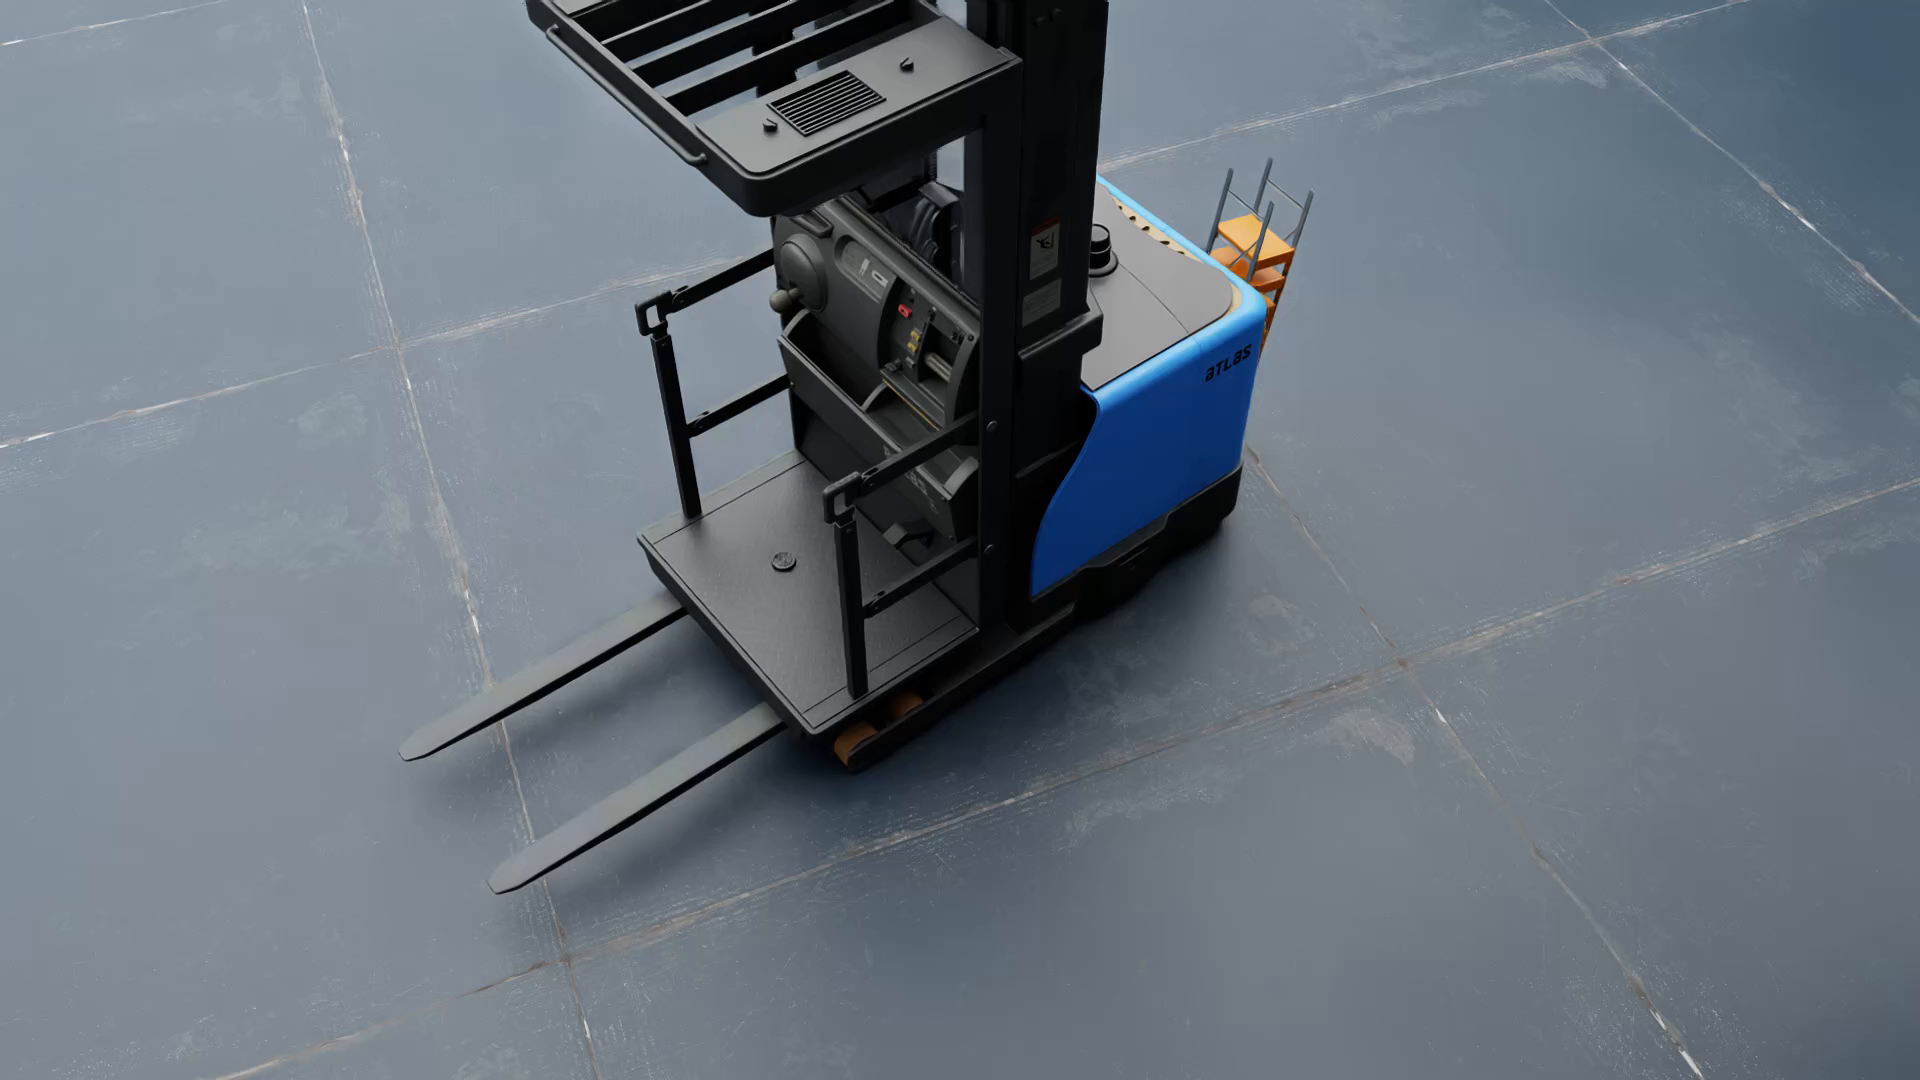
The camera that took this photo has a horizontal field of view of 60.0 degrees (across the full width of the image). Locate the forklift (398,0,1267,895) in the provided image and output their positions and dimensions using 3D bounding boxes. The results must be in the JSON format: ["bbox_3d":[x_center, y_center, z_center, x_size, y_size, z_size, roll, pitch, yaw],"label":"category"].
[{"bbox_3d":[-0.427,-0.648,4.874,3.031,2.935,1.130,-31,56,-24],"label":"forklift"}]

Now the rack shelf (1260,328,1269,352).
[{"bbox_3d":[0.991,-0.788,6.184,0.180,0.103,0.258,-20,52,-28],"label":"rack shelf"}]

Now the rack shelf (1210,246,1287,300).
[{"bbox_3d":[1.023,-0.958,6.017,0.180,0.103,0.258,-20,52,-28],"label":"rack shelf"}]

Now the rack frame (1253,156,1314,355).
[{"bbox_3d":[1.073,-0.848,6.196,0.006,1.200,0.240,-20,52,-28],"label":"rack frame"}]

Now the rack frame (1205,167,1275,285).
[{"bbox_3d":[0.921,-0.792,6.110,0.006,1.200,0.240,-20,52,-28],"label":"rack frame"}]

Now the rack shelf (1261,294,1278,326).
[{"bbox_3d":[1.007,-0.873,6.100,0.180,0.103,0.258,-20,52,-28],"label":"rack shelf"}]

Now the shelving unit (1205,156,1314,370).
[{"bbox_3d":[0.997,-0.820,6.153,0.189,1.200,0.258,-20,52,-28],"label":"shelving unit"}]

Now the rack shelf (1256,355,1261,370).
[{"bbox_3d":[0.975,-0.703,6.267,0.180,0.103,0.258,-20,52,-28],"label":"rack shelf"}]

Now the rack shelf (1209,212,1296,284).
[{"bbox_3d":[1.038,-1.043,5.934,0.180,0.103,0.258,-20,52,-28],"label":"rack shelf"}]
